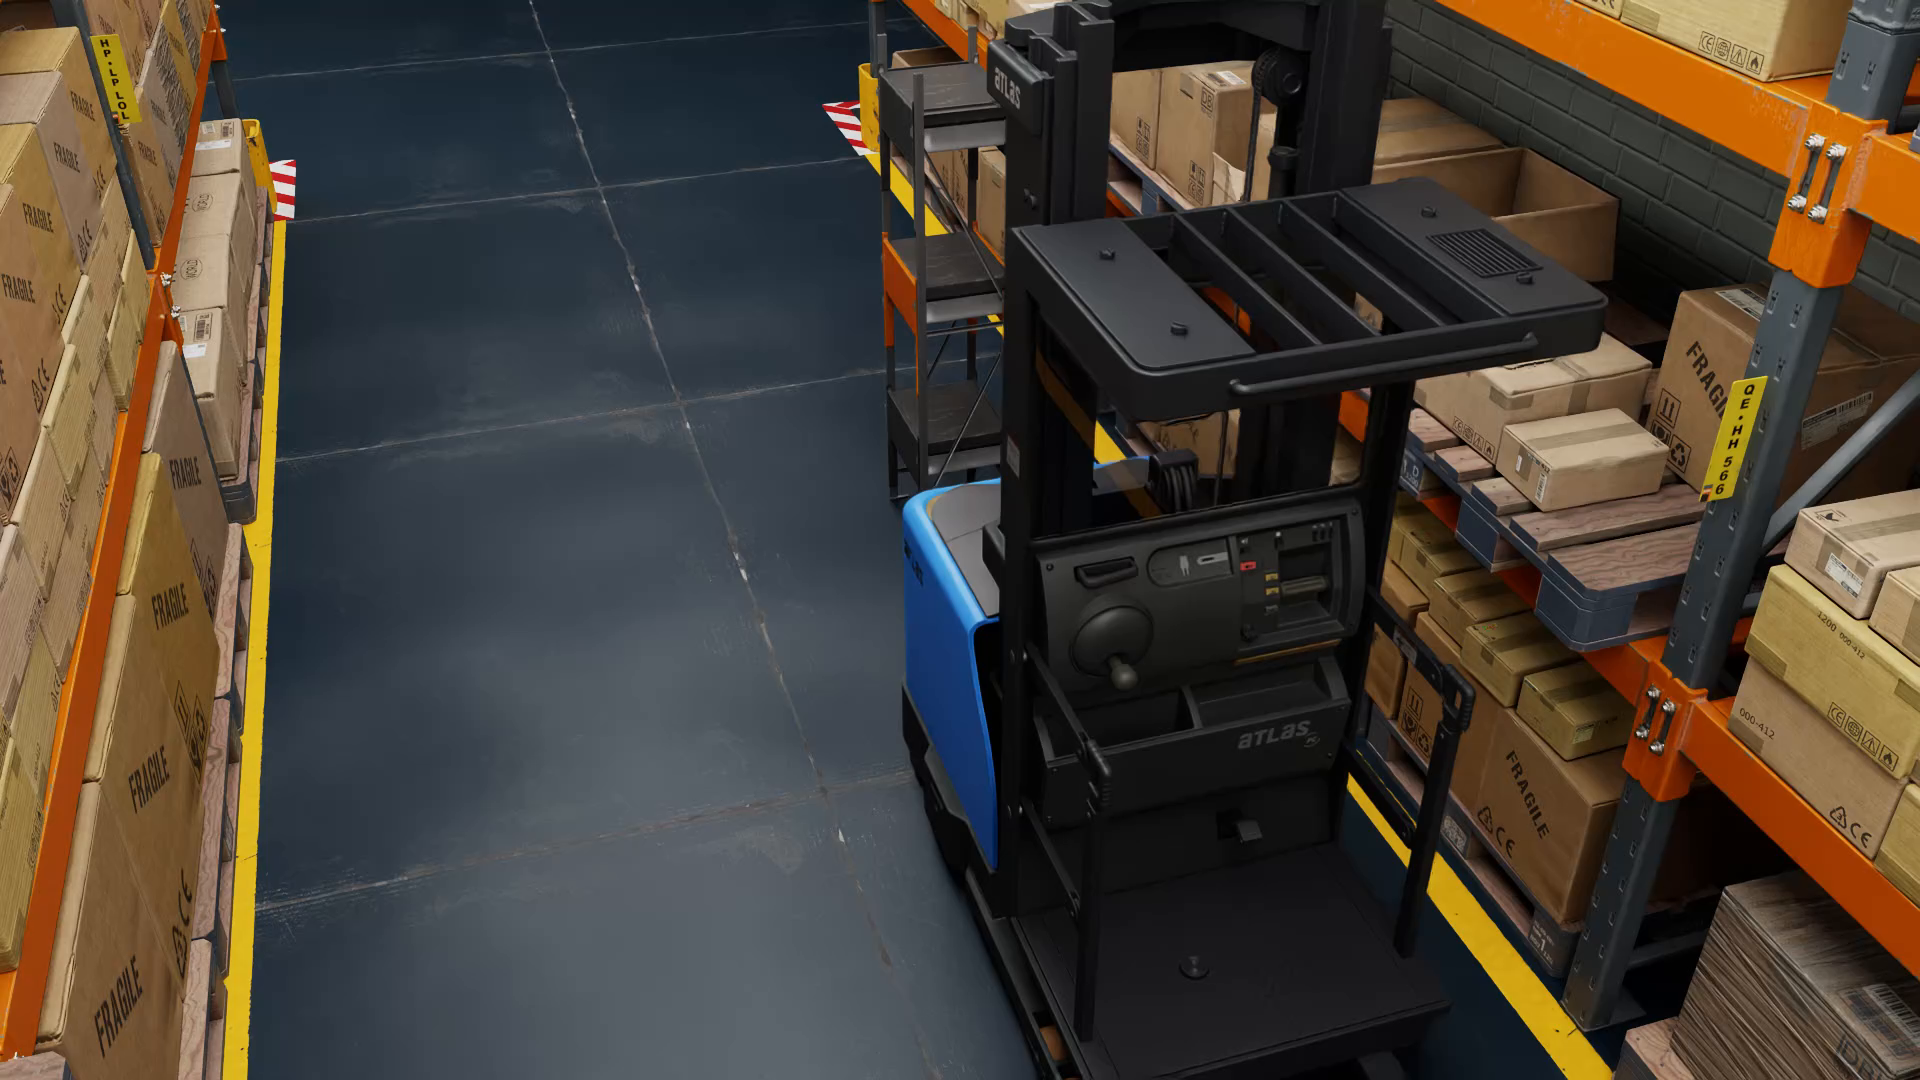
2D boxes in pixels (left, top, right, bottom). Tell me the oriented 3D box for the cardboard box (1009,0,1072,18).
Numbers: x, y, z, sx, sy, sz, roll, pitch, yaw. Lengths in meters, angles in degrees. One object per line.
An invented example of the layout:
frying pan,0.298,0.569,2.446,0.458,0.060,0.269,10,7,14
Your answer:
cardboard box,0.556,-2.528,8.222,0.500,0.250,0.500,-10,35,-15

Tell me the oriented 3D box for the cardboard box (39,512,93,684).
cardboard box,-2.633,0.177,4.397,0.500,0.250,0.500,-9,34,-13

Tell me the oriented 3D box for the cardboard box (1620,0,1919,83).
cardboard box,1.943,-1.297,3.908,0.500,0.250,0.500,-11,35,-16

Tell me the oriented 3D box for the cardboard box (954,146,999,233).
cardboard box,0.277,-2.126,9.632,0.500,0.500,0.500,-9,35,-14

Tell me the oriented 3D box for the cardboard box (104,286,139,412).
cardboard box,-3.084,-0.620,5.604,0.500,0.250,0.500,-10,35,-15

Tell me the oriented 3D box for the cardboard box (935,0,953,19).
cardboard box,0.075,-3.072,9.406,0.380,0.149,0.250,-11,35,-16

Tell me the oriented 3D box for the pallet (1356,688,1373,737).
pallet,1.771,0.246,6.687,1.003,0.211,1.213,-10,35,-15

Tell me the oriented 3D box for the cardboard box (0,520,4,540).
cardboard box,-2.473,-0.061,3.624,0.500,0.500,0.500,-10,35,-15

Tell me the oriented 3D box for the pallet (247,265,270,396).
pallet,-4.149,-1.034,8.623,1.003,0.211,1.213,-10,35,-15

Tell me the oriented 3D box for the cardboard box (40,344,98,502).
cardboard box,-2.754,-0.301,4.667,0.500,0.250,0.500,-9,35,-14

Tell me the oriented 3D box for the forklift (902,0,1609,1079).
forklift,0.725,0.208,4.276,1.130,2.935,3.031,-10,35,-15

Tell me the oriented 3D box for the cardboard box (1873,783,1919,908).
cardboard box,2.382,0.722,3.573,0.500,0.250,0.500,-11,35,-16

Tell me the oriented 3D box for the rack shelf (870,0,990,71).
rack shelf,0.501,-2.730,9.313,1.077,0.370,4.000,-10,35,-15

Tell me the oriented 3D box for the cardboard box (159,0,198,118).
cardboard box,-3.961,-2.273,7.878,0.500,0.500,0.500,-9,35,-13

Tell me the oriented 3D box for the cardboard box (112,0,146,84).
cardboard box,-3.678,-2.159,6.799,0.500,0.500,0.500,-10,35,-15

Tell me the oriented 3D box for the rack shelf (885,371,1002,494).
rack shelf,-0.050,-0.368,7.196,0.431,0.518,0.480,-10,35,-15

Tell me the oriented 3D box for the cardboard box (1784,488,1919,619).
cardboard box,2.147,0.025,3.813,0.380,0.149,0.250,-9,35,-13

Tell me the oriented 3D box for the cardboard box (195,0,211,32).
cardboard box,-4.436,-3.076,9.094,0.500,0.500,0.500,-10,35,-14

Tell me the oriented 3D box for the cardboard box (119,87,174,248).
cardboard box,-3.509,-1.475,6.671,0.500,0.500,0.500,-9,34,-13

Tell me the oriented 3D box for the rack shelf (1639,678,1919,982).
rack shelf,2.941,1.470,2.957,1.077,0.370,4.000,-10,35,-15

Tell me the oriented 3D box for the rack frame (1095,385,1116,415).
rack frame,1.111,-1.980,7.526,1.000,3.000,0.127,-10,35,-15

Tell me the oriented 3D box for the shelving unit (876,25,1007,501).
shelving unit,-0.050,-0.963,6.803,0.431,2.100,0.503,-10,35,-15

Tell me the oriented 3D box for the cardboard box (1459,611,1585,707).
cardboard box,1.826,0.362,5.279,0.380,0.149,0.250,-12,35,-17

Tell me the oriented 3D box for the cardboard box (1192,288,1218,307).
cardboard box,1.092,-1.146,7.291,0.380,0.149,0.250,-12,35,-17

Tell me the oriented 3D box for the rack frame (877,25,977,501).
rack frame,-0.125,-1.091,6.997,0.400,2.100,0.015,-10,35,-15

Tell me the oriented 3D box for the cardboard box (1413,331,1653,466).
cardboard box,1.701,-0.492,5.029,0.500,0.250,0.500,-12,35,-17

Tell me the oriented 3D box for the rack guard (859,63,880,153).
rack guard,-0.086,-2.997,11.332,1.175,0.500,0.348,-10,35,-15

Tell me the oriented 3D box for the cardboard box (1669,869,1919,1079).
cardboard box,2.508,1.265,4.387,0.875,0.625,0.625,-9,34,-13

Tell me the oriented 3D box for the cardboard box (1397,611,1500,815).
cardboard box,1.854,0.537,5.602,0.500,0.500,0.500,-11,35,-15

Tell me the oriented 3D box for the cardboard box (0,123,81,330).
cardboard box,-2.939,-0.870,4.848,0.500,0.500,0.500,-9,35,-13

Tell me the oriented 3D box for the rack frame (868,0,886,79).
rack frame,-0.110,-4.080,10.704,1.000,3.000,0.127,-10,35,-15

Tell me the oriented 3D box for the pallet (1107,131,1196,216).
pallet,1.250,-1.462,6.916,1.003,0.211,1.213,-10,35,-15

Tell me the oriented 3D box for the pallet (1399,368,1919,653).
pallet,2.057,-0.144,4.921,1.213,0.211,1.003,-10,35,-15

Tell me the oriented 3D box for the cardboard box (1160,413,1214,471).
cardboard box,1.216,-0.543,7.237,0.500,0.500,0.500,-10,35,-15

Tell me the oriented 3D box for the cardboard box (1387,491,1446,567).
cardboard box,1.674,-0.060,5.919,0.380,0.149,0.250,-11,35,-15

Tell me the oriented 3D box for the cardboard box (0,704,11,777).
cardboard box,-2.315,0.503,3.450,0.500,0.250,0.500,-10,35,-15

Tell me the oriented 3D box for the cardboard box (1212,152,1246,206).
cardboard box,1.169,-1.305,6.245,0.396,0.266,0.258,-8,34,-12

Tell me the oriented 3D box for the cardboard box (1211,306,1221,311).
cardboard box,1.125,-1.017,7.367,0.380,0.149,0.250,-11,35,-16

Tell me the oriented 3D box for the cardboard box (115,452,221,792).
cardboard box,-3.067,0.353,5.541,0.875,0.875,0.875,-9,35,-13

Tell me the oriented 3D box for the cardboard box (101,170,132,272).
cardboard box,-3.249,-1.099,5.874,0.500,0.250,0.500,-10,35,-15

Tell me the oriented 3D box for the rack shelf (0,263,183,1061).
rack shelf,-3.005,0.207,4.869,1.077,0.370,4.000,-10,35,-15

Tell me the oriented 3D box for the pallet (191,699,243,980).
pallet,-2.932,1.054,5.463,1.003,0.211,1.213,-10,35,-15

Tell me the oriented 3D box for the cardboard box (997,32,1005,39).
cardboard box,0.412,-2.537,8.597,0.380,0.149,0.250,-11,35,-15

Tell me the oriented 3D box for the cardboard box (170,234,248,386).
cardboard box,-3.978,-1.067,8.087,0.875,0.438,0.875,-11,35,-16
